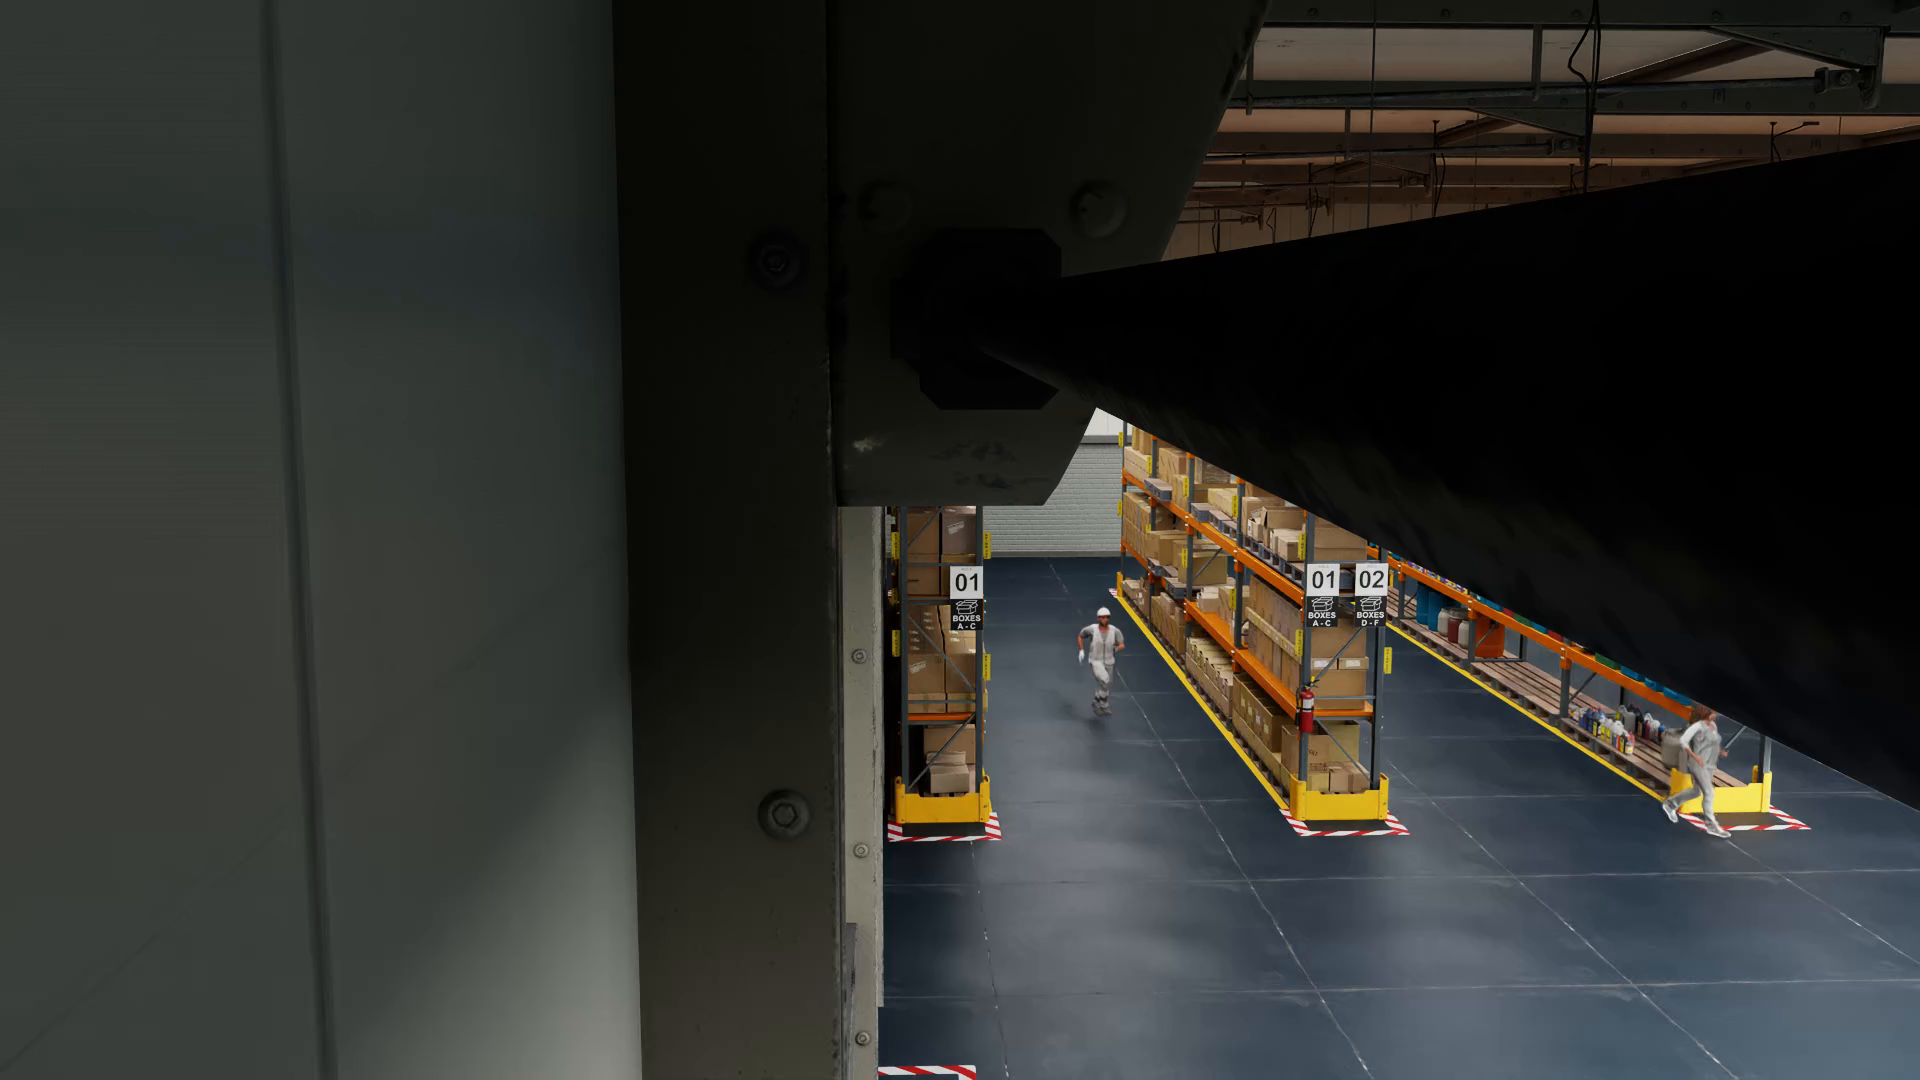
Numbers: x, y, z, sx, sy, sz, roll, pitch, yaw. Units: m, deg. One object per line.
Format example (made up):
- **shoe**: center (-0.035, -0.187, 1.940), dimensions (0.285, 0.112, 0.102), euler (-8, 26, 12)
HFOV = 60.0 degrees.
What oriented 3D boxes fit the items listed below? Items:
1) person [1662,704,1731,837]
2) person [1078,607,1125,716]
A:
- **person**: center (8.903, 2.715, 19.994), dimensions (0.548, 1.575, 0.852), euler (-8, 11, -44)
- **person**: center (2.140, 1.870, 25.132), dimensions (0.660, 1.755, 0.983), euler (-2, 8, -13)
